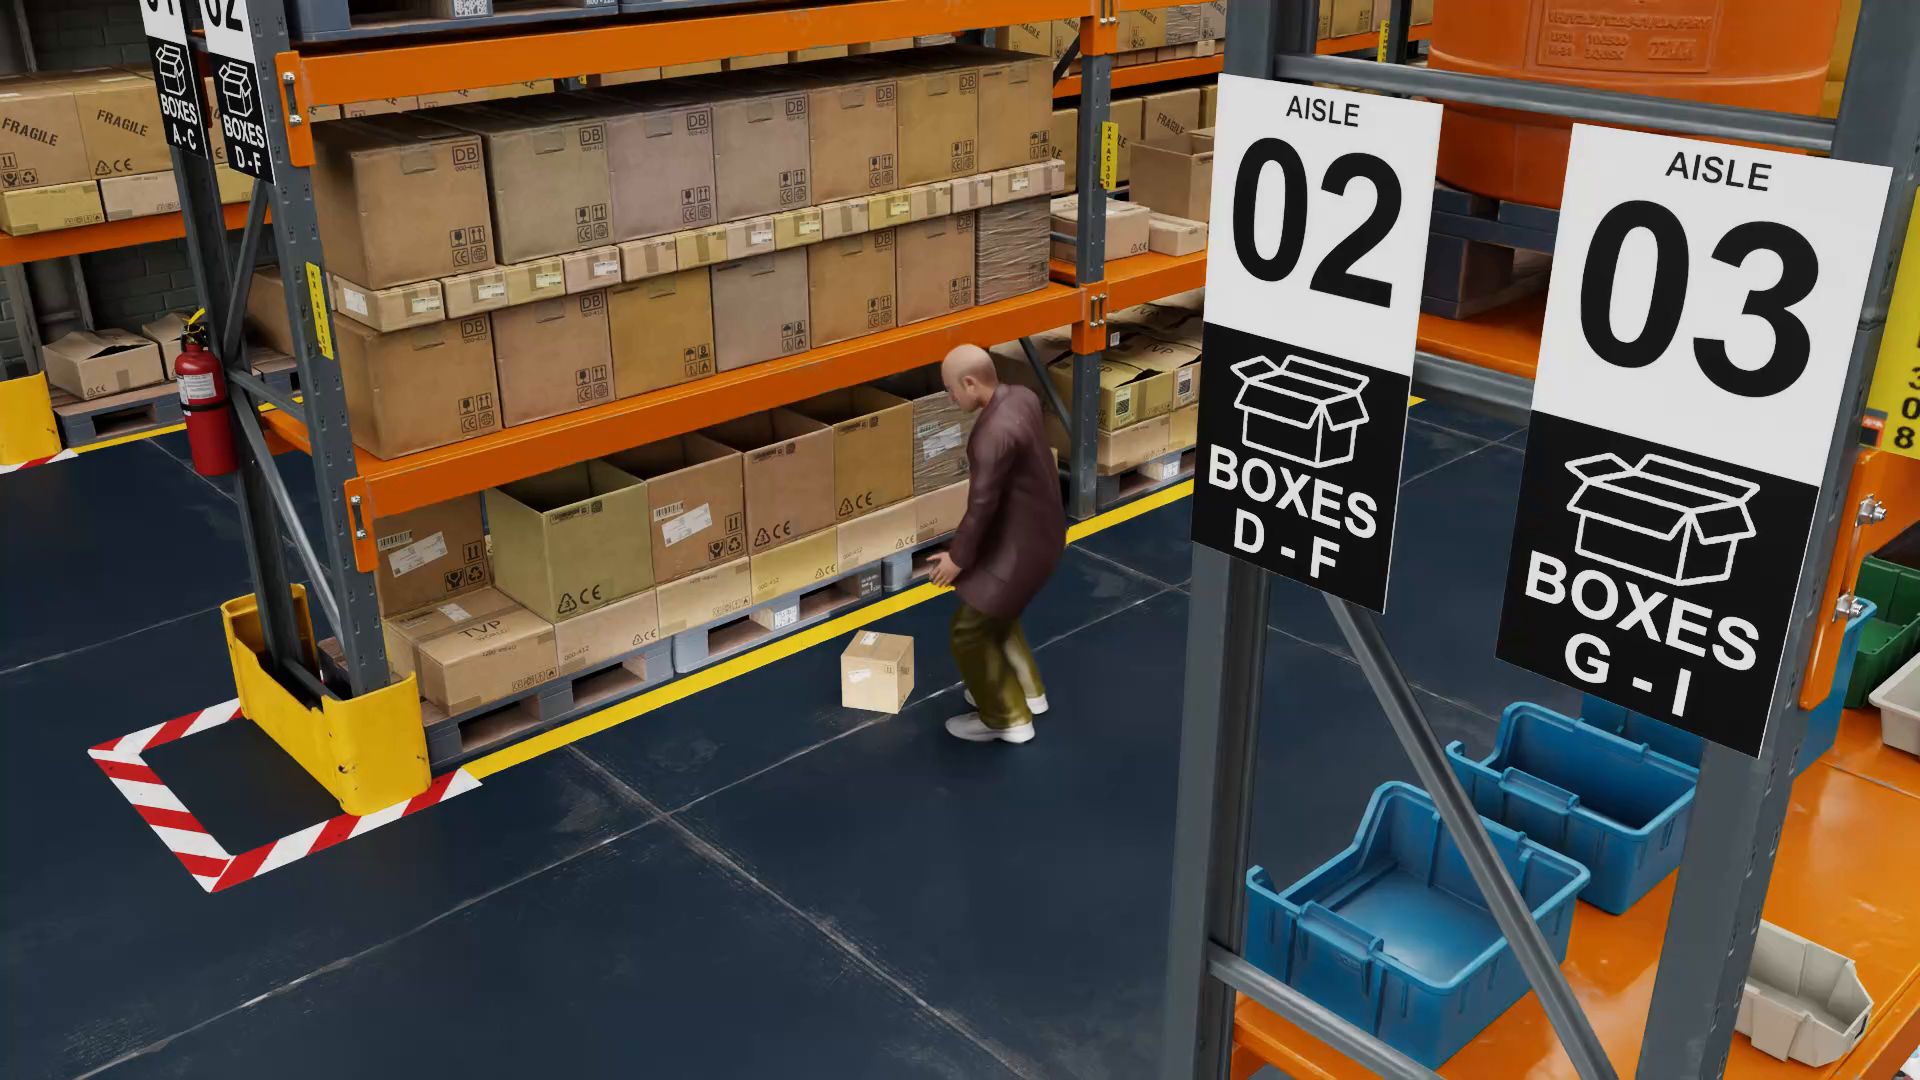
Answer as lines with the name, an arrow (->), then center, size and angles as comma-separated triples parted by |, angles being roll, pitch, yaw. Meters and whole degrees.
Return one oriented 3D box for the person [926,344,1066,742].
person -> 0.163, 0.023, 6.712 | 0.502, 1.672, 0.607 | 7, 25, 15
